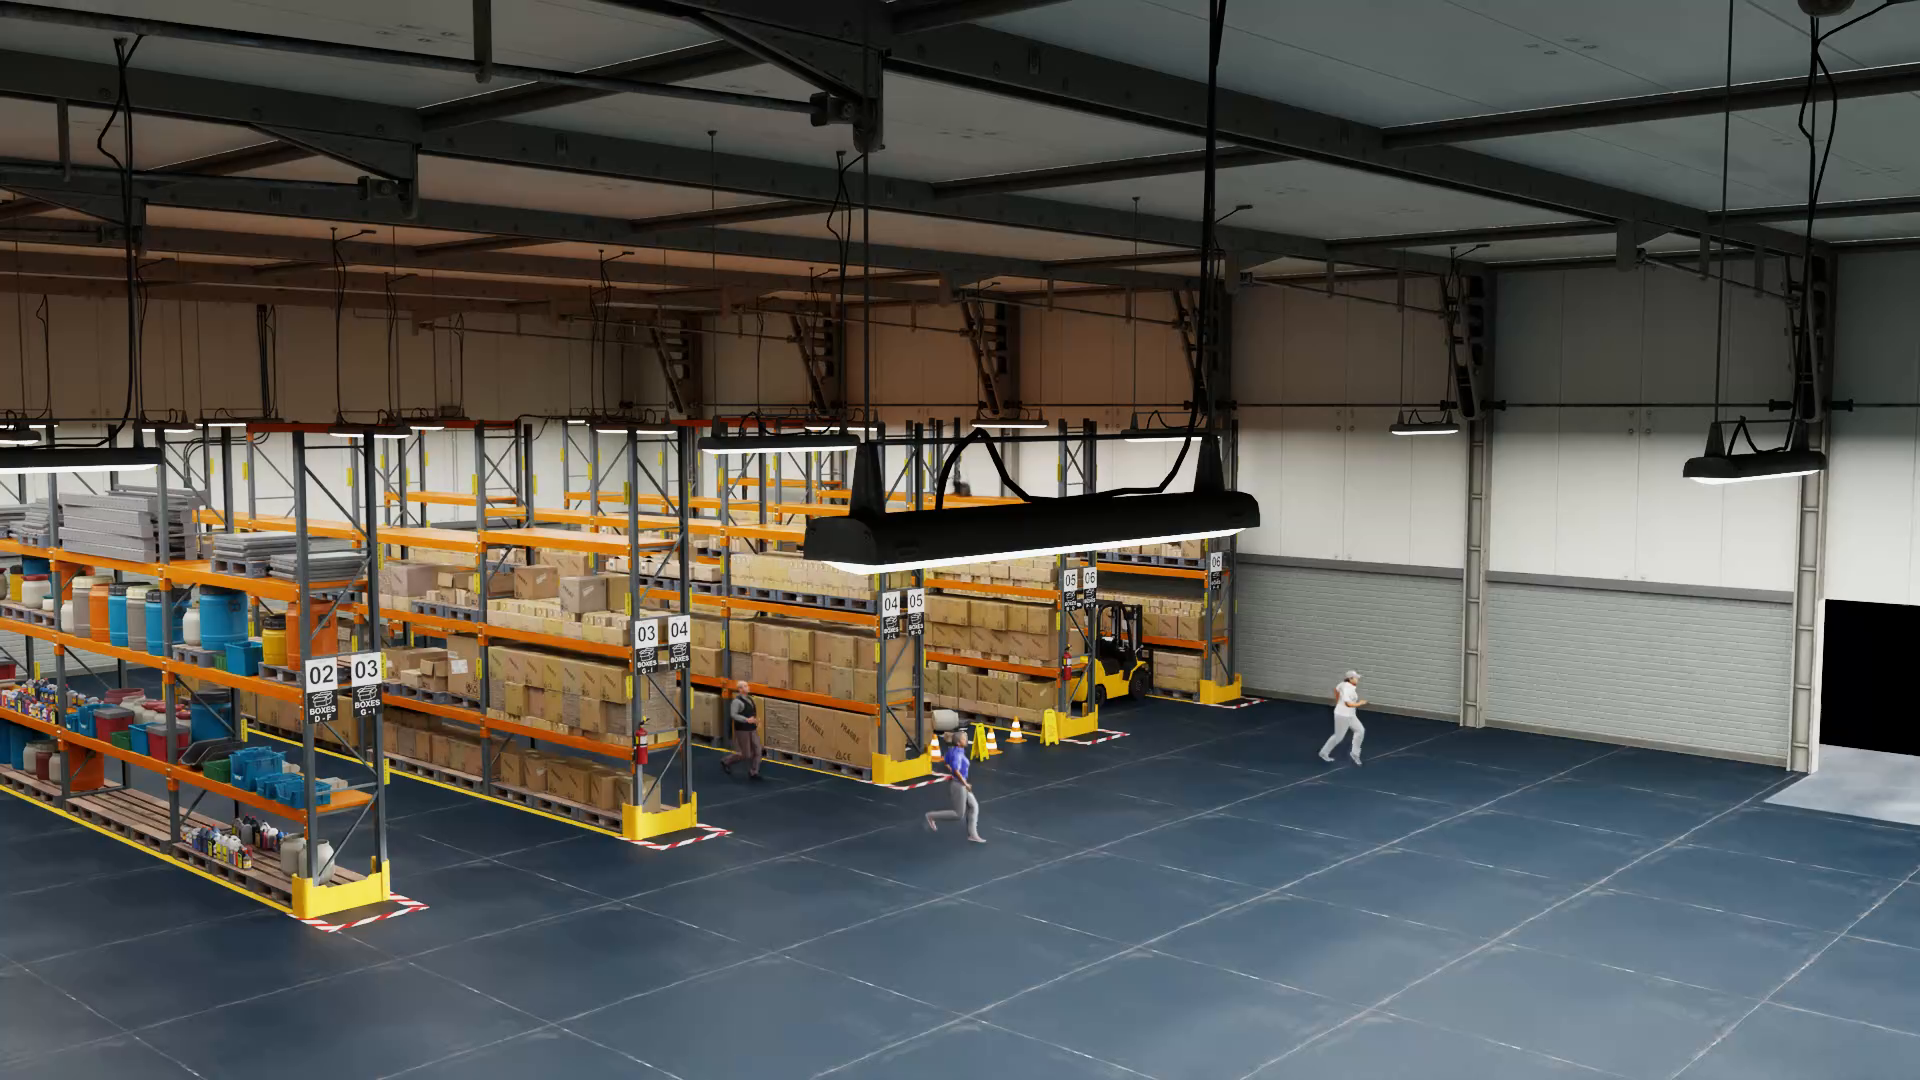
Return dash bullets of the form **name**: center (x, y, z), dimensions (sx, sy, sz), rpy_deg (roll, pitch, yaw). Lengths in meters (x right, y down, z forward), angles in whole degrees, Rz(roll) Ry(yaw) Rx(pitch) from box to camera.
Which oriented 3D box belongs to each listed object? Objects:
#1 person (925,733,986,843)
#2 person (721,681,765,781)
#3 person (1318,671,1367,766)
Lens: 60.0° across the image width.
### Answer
- **person**: center (-0.060, 3.588, 24.003), dimensions (0.892, 1.632, 0.564), rpy_deg (0, 5, -2)
- **person**: center (-3.635, 3.204, 27.994), dimensions (0.775, 1.686, 0.668), rpy_deg (2, 5, 21)
- **person**: center (6.723, 3.130, 29.205), dimensions (0.829, 1.704, 0.626), rpy_deg (1, 5, 17)
